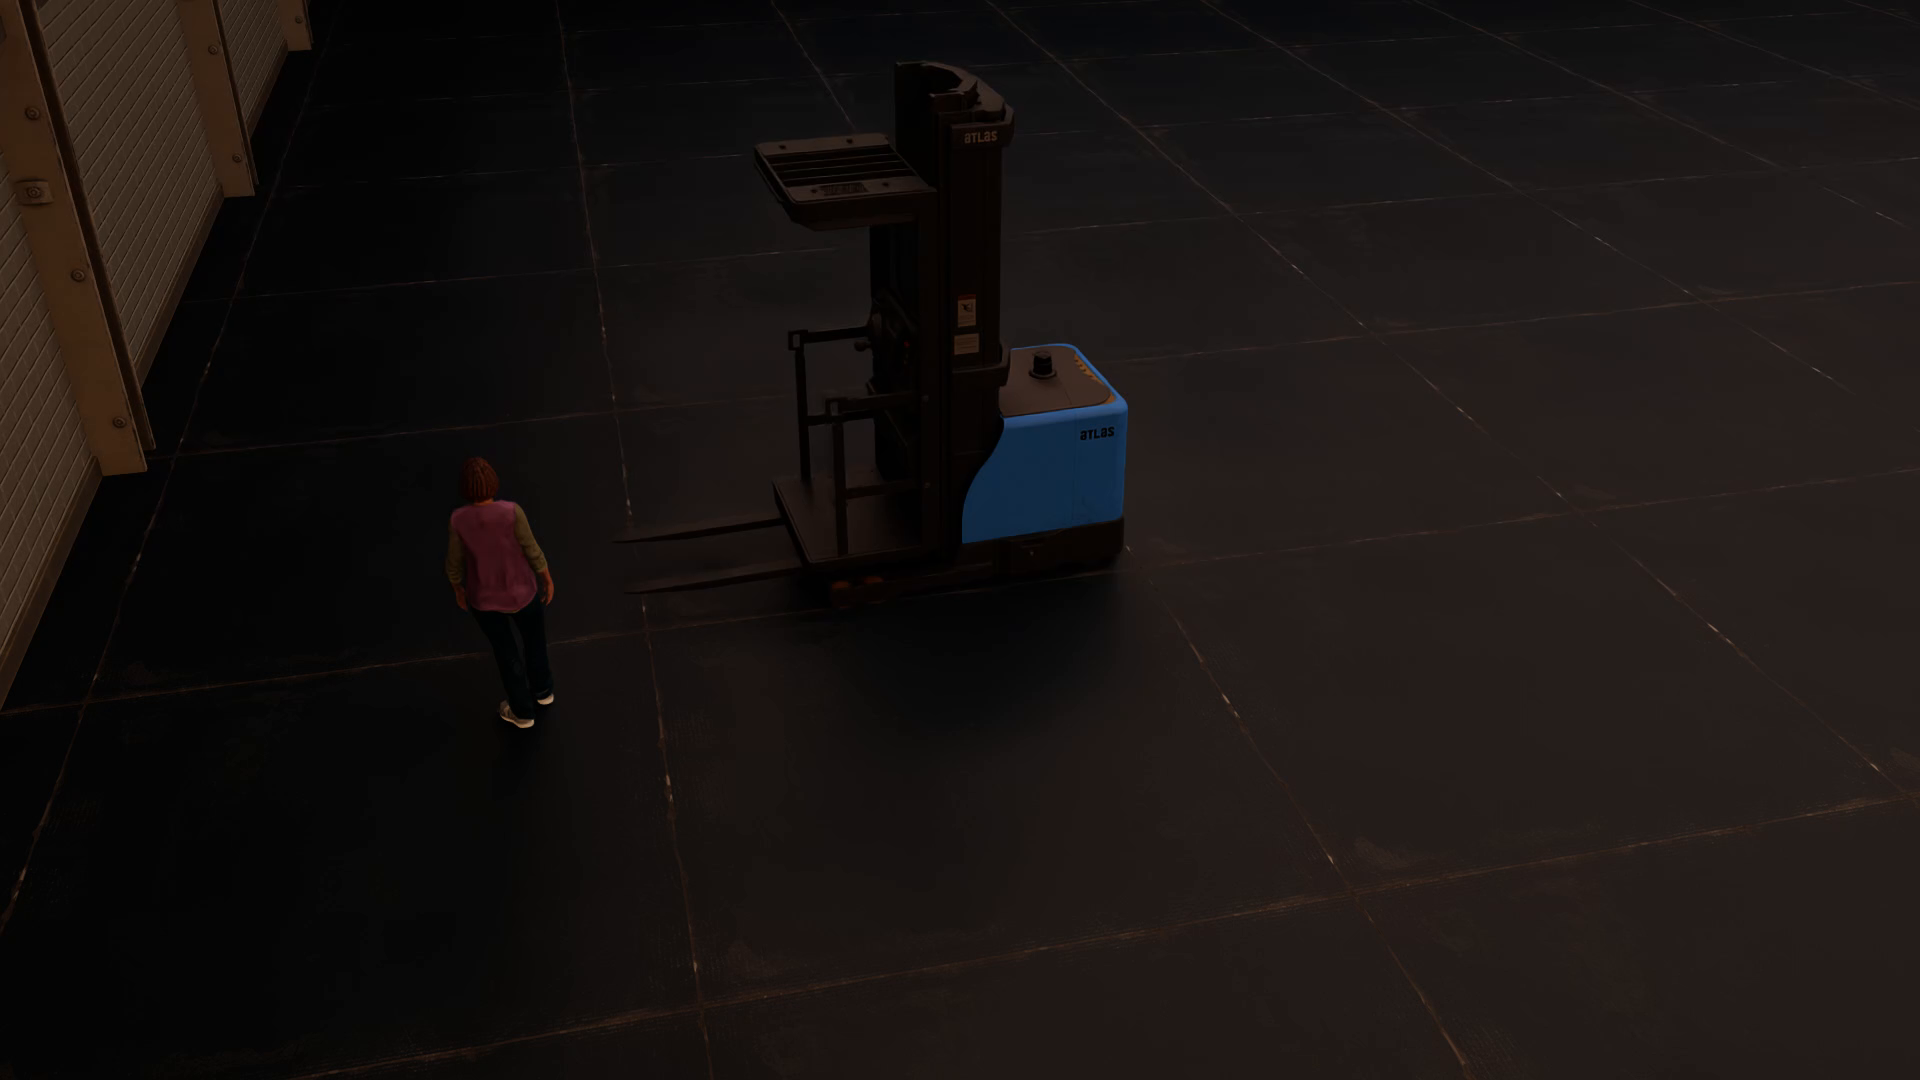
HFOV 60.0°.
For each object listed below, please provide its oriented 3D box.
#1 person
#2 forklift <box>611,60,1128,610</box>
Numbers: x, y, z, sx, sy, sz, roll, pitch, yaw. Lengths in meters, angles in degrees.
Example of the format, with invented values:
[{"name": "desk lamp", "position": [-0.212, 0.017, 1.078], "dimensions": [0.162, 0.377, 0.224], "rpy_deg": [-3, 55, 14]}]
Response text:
[{"name": "person", "position": [-2.329, 0.228, 8.515], "dimensions": [0.497, 1.598, 0.543], "rpy_deg": [-3, 30, -6]}, {"name": "forklift", "position": [-0.572, -1.154, 9.568], "dimensions": [3.031, 2.935, 1.130], "rpy_deg": [-9, 31, -15]}]
